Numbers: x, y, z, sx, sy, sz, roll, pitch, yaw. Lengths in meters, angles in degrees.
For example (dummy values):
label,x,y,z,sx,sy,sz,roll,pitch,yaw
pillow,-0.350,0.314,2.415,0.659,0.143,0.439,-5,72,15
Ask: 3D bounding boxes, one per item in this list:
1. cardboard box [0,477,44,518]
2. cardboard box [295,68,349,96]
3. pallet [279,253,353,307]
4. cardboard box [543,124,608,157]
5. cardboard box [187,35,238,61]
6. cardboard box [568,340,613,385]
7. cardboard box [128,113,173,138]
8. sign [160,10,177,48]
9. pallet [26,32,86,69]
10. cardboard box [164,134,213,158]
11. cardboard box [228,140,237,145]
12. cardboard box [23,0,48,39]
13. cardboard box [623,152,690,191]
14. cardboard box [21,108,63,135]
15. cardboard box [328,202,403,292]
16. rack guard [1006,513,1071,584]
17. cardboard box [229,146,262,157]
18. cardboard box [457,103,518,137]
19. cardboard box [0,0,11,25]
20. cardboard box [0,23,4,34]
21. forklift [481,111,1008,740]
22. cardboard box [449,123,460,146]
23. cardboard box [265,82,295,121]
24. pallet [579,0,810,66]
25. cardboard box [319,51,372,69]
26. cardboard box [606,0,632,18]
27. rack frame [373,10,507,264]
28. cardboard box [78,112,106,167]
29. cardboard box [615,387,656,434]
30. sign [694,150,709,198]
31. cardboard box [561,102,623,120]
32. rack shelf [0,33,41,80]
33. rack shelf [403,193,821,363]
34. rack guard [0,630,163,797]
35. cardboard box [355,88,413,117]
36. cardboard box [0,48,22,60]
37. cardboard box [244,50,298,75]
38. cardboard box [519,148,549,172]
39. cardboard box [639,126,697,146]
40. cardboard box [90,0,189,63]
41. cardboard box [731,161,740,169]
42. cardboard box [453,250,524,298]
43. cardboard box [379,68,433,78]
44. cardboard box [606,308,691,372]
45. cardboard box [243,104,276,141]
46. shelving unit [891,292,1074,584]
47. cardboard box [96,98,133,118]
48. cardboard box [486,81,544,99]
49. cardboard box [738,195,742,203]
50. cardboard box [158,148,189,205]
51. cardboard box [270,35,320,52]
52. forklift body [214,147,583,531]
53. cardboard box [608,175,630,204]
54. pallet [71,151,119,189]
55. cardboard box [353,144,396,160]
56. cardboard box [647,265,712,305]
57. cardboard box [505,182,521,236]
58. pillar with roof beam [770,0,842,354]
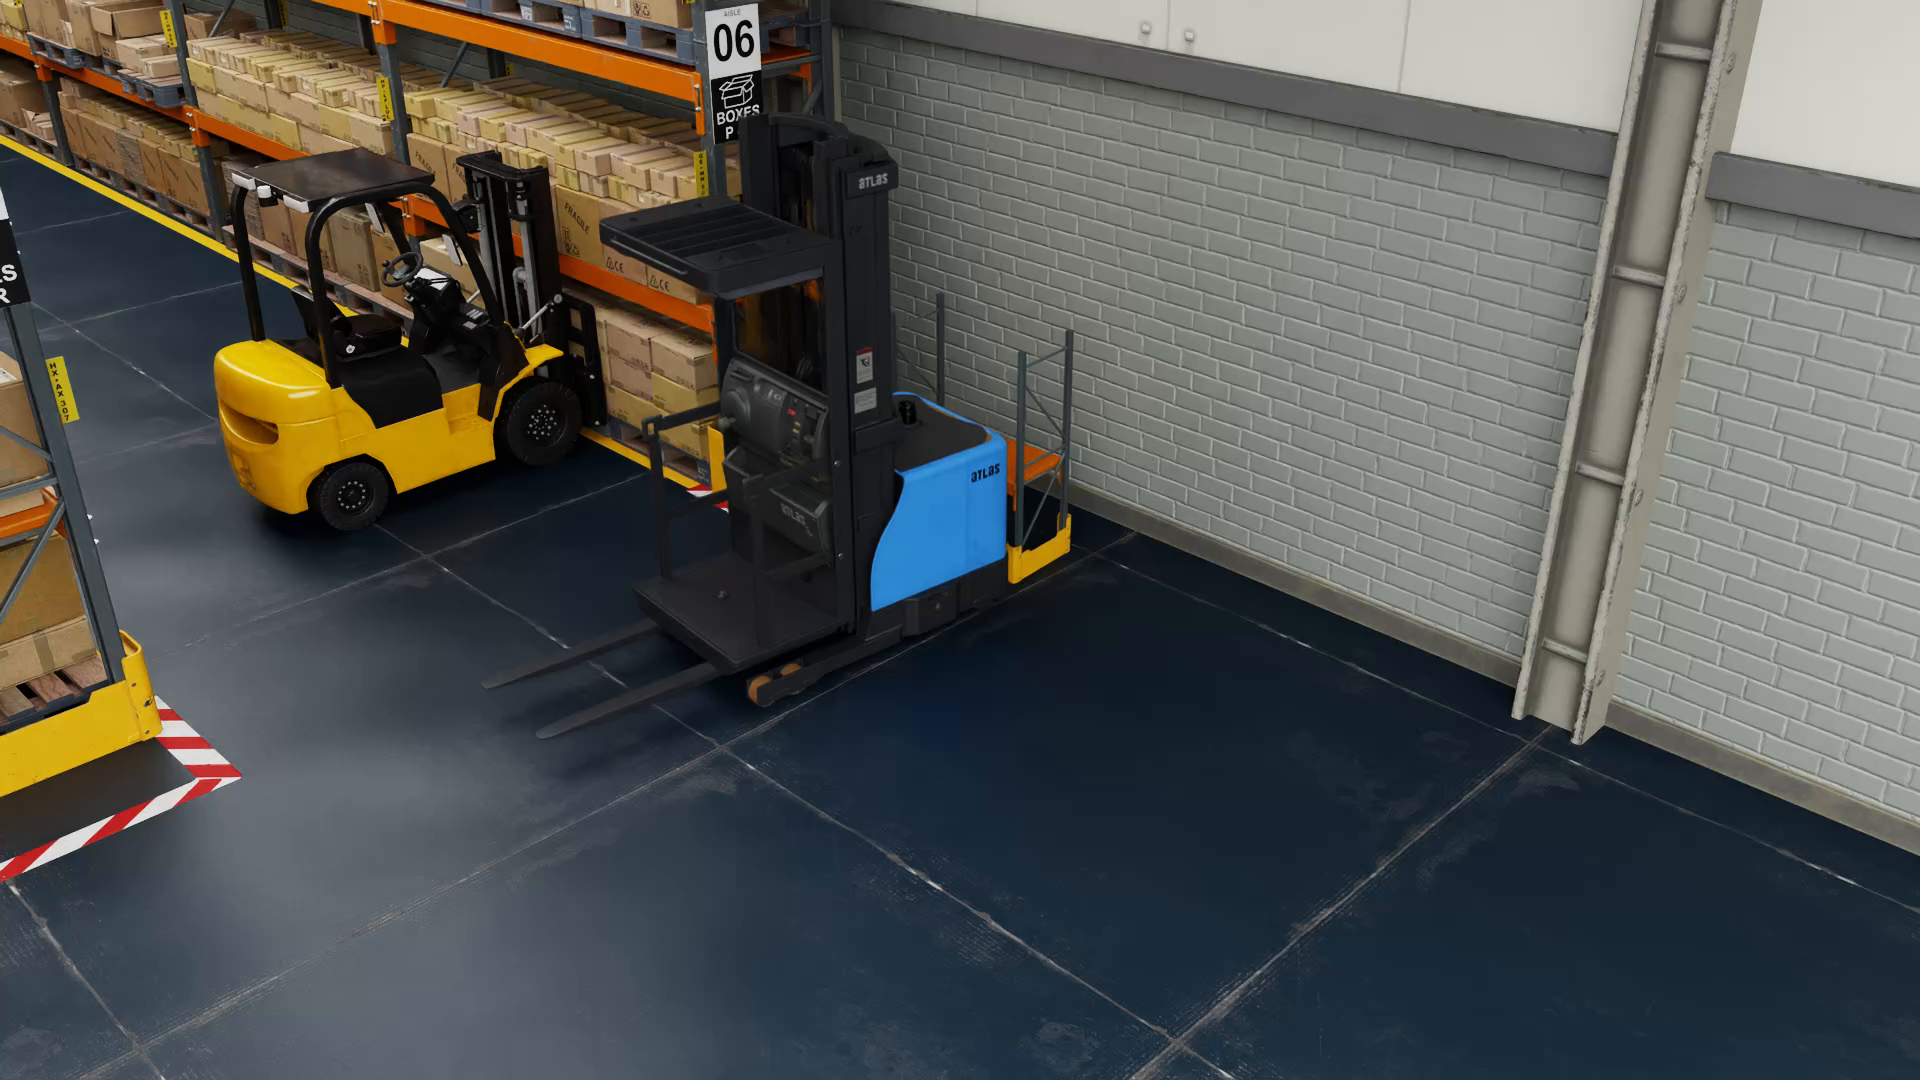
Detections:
label,x,y,z,sx,sy,sz,roll,pitch,yaw
cardboard box,-4.779,-0.219,8.206,0.250,0.149,0.380,25,37,39
cardboard box,-5.388,-3.880,14.095,0.380,0.149,0.250,-25,37,-39
pallet,-5.483,-2.495,15.262,1.213,0.211,1.003,25,36,38
cardboard box,-2.705,-2.807,11.735,0.380,0.149,0.250,-25,36,-38
cardboard box,-6.888,-4.539,15.348,0.380,0.149,0.250,-24,36,-38
cardboard box,-2.503,-1.373,12.097,0.500,0.250,0.500,24,36,37
cardboard box,-8.364,-4.295,17.226,0.250,0.149,0.380,23,35,36
sign,-7.282,-4.703,15.306,0.005,0.325,0.100,25,36,38
pallet,-9.268,-5.332,17.868,1.213,0.211,1.003,25,36,38
cardboard box,-7.655,-3.932,16.535,0.250,0.149,0.380,22,35,36
cardboard box,-7.233,-4.145,16.941,0.380,0.149,0.250,-24,36,-38
cardboard box,-9.573,-5.712,17.825,0.700,0.500,0.500,-24,36,-38
cardboard box,-2.011,-2.455,11.066,0.380,0.149,0.250,-24,36,-38
cardboard box,-10.619,-4.891,19.308,0.396,0.266,0.258,-24,36,-37
cardboard box,-4.984,-2.661,14.681,0.625,0.625,0.875,24,36,38
rack guard,0.491,0.045,10.389,0.087,0.250,0.587,21,35,35
cardboard box,-7.013,-3.719,16.828,0.500,0.500,0.500,-24,36,-37
cardboard box,-3.488,-3.111,12.312,0.380,0.149,0.250,-24,36,-38
cardboard box,-10.663,-6.023,18.817,0.500,0.250,0.500,25,37,39
cardboard box,-10.737,-5.872,18.958,0.380,0.149,0.250,-24,36,-38
forklift,-1.166,-0.668,8.864,3.031,2.935,1.130,-21,34,-35
cardboard box,-3.622,-3.084,12.582,0.250,0.149,0.380,24,36,38
cardboard box,-5.665,-3.839,14.446,0.500,0.250,0.500,-25,36,-38
pallet,-1.690,-3.327,10.719,1.213,0.211,1.003,25,36,38
cardboard box,-5.427,-4.207,14.717,0.380,0.149,0.250,-24,36,-38
cardboard box,-2.008,-3.415,10.503,0.250,0.149,0.380,23,36,37
rack frame,-4.056,-3.104,13.423,0.127,3.000,1.000,25,36,38
cardboard box,-9.187,-4.391,18.105,0.500,0.500,0.500,24,36,38
cardboard box,-2.109,-0.982,11.890,0.500,0.250,0.500,25,36,38
sign,-1.594,-2.241,10.283,0.005,0.325,0.100,25,36,38
cardboard box,-2.726,-3.135,12.358,0.250,0.149,0.380,24,36,38
rack shelf,-11.187,-6.048,19.796,4.000,0.370,1.077,25,36,38
rack shelf,-2.630,-2.133,12.350,4.000,0.370,1.077,25,36,38
rack guard,-4.736,0.931,8.435,0.348,0.500,1.175,25,36,38
cardboard box,-4.652,-3.551,13.470,0.250,0.149,0.380,24,36,38
cardboard box,-12.244,-5.869,20.914,0.637,0.503,0.797,23,35,37
cardboard box,-6.100,-4.224,14.748,0.380,0.149,0.250,-25,37,-39
cardboard box,-2.925,-2.733,11.913,0.250,0.149,0.380,24,36,37
cardboard box,-2.026,-2.784,11.690,0.380,0.149,0.250,-24,36,-38
cardboard box,-8.202,-5.112,16.680,0.637,0.503,0.797,24,36,37
cardboard box,-1.294,-2.442,11.041,0.250,0.149,0.380,24,36,37
cardboard box,-3.574,-2.083,12.911,0.500,0.250,0.500,25,36,38
cardboard box,-4.685,-3.884,14.103,0.250,0.149,0.380,24,36,38
cardboard box,-2.119,-1.422,11.653,0.500,0.250,0.500,-25,36,-38
cardboard box,-6.036,-3.785,14.880,0.500,0.250,0.500,23,36,37
shelving unit,0.110,-0.657,10.382,1.083,1.500,0.587,21,35,35
cardboard box,-9.044,-4.646,17.894,0.250,0.149,0.380,24,36,38
cardboard box,-3.467,-3.467,12.991,0.250,0.149,0.380,23,36,37
cardboard box,-1.264,-2.327,11.141,0.250,0.149,0.380,23,36,37
cardboard box,-7.710,-3.722,16.834,0.500,0.500,0.500,24,36,38
cardboard box,-6.128,-4.548,15.366,0.250,0.149,0.380,25,36,38
forklift body,-3.835,-1.436,11.164,1.214,2.155,2.313,25,36,38
cardboard box,-2.162,-2.413,11.306,0.250,0.149,0.380,24,36,38
pallet,-9.154,-4.227,18.556,1.213,0.211,1.003,25,36,38
cardboard box,-4.599,-3.115,13.606,0.500,0.250,0.500,-24,36,-38
cardboard box,-1.739,-1.916,11.058,0.500,0.500,0.500,24,36,37
cardboard box,-3.178,-2.588,12.334,0.500,0.500,0.500,24,36,38
pillar with roof beam,-4.087,-3.552,7.829,0.400,9.000,9.100,25,36,38
